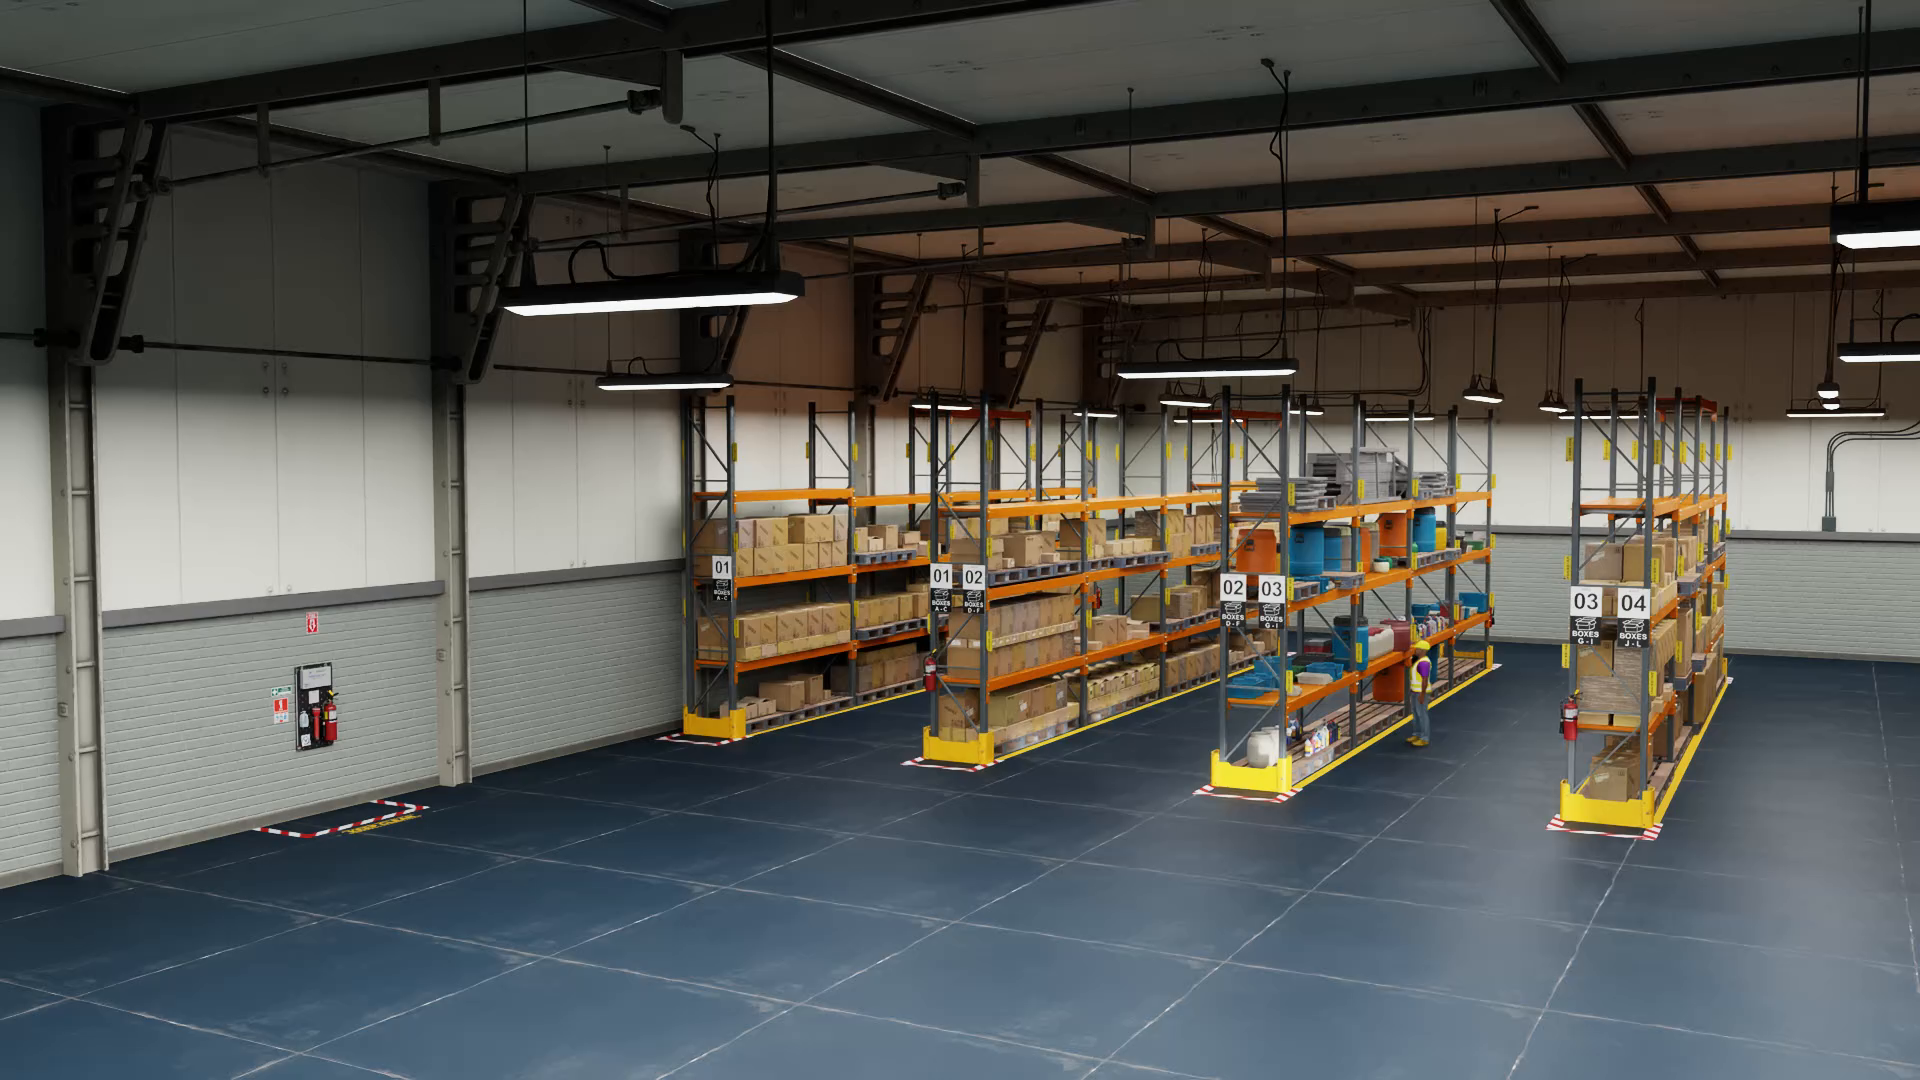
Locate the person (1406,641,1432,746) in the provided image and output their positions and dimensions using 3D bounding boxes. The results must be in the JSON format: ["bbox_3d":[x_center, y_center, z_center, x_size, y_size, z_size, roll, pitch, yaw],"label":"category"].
[{"bbox_3d":[7.891,2.609,28.515,0.403,1.772,0.621,0,3,-4],"label":"person"}]
